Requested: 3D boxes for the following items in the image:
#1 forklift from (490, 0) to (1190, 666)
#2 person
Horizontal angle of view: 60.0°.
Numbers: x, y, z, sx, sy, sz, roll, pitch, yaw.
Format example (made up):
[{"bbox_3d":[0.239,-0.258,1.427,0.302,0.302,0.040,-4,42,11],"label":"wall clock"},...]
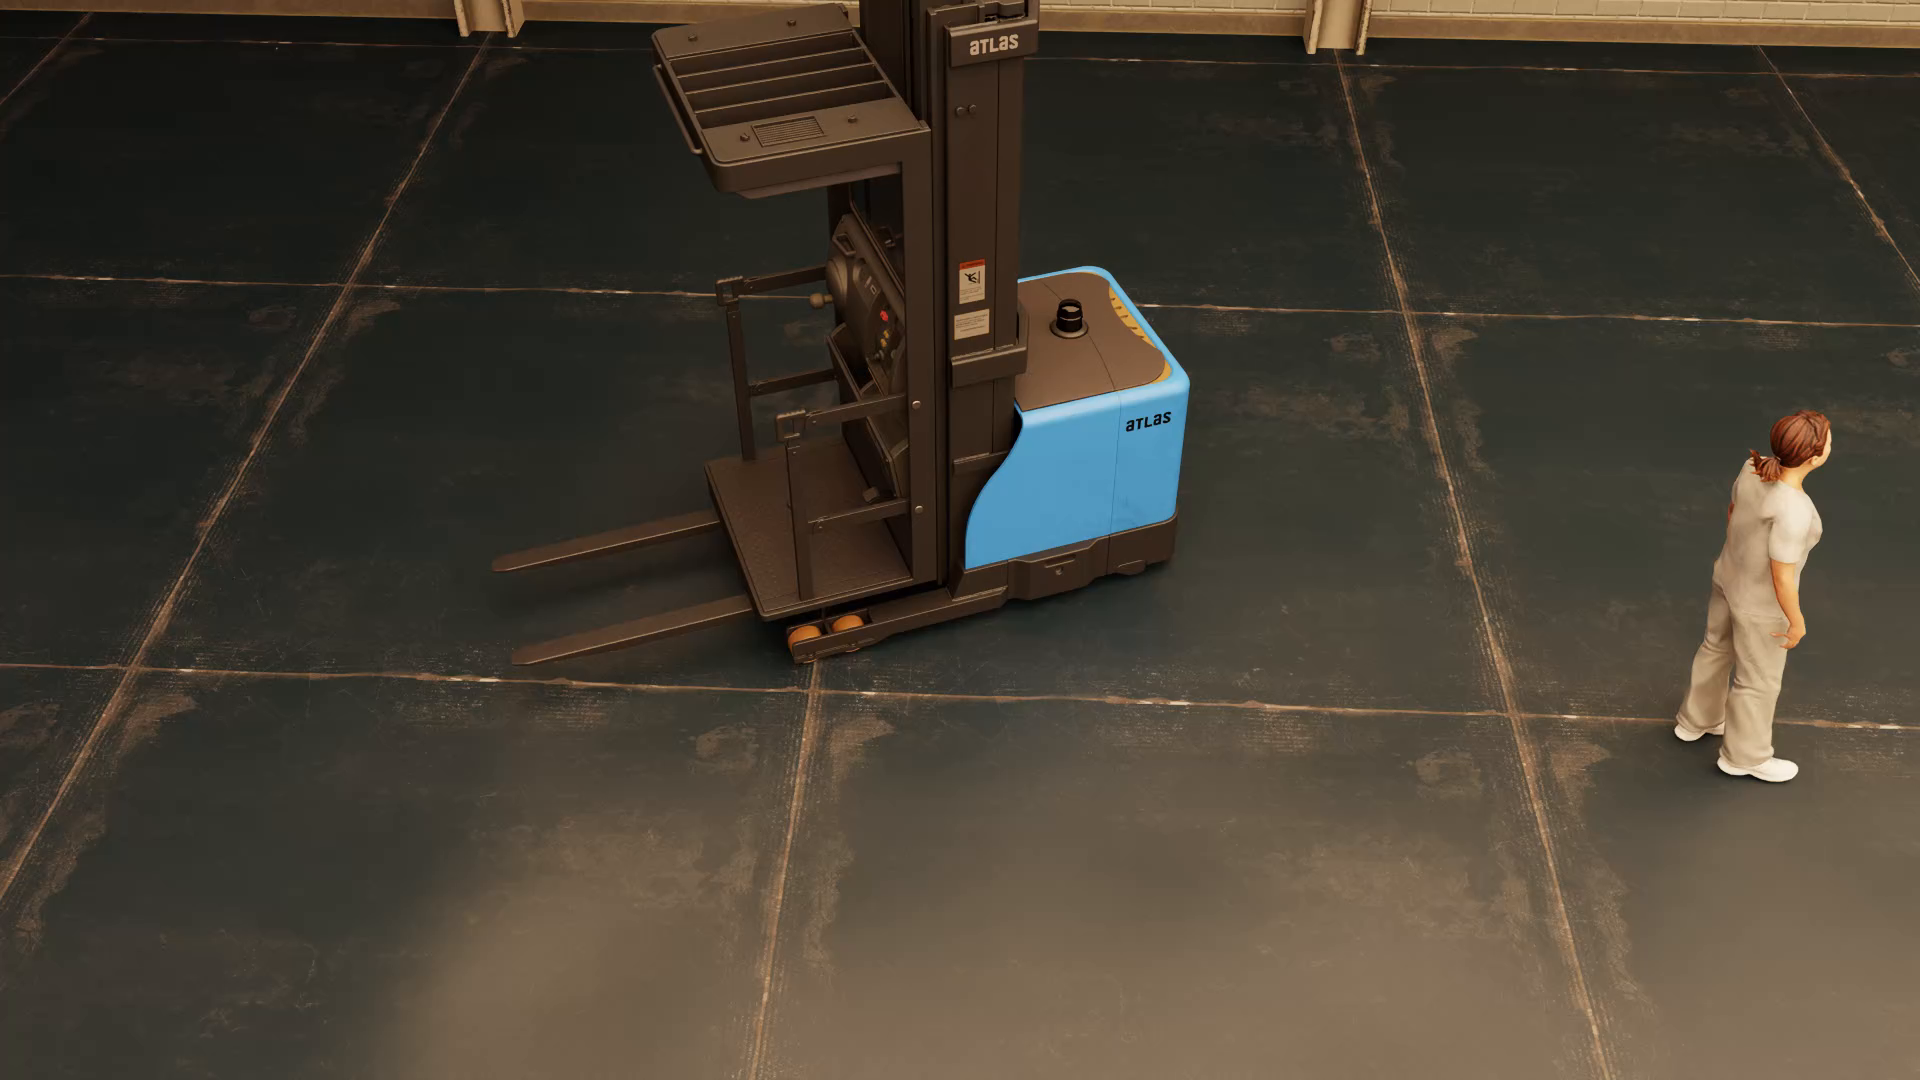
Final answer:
[{"bbox_3d":[-0.573,-0.945,6.778,3.031,2.935,1.130,-13,44,-14],"label":"forklift"},{"bbox_3d":[3.147,0.201,6.442,0.548,1.674,0.549,-2,42,-3],"label":"person"}]
